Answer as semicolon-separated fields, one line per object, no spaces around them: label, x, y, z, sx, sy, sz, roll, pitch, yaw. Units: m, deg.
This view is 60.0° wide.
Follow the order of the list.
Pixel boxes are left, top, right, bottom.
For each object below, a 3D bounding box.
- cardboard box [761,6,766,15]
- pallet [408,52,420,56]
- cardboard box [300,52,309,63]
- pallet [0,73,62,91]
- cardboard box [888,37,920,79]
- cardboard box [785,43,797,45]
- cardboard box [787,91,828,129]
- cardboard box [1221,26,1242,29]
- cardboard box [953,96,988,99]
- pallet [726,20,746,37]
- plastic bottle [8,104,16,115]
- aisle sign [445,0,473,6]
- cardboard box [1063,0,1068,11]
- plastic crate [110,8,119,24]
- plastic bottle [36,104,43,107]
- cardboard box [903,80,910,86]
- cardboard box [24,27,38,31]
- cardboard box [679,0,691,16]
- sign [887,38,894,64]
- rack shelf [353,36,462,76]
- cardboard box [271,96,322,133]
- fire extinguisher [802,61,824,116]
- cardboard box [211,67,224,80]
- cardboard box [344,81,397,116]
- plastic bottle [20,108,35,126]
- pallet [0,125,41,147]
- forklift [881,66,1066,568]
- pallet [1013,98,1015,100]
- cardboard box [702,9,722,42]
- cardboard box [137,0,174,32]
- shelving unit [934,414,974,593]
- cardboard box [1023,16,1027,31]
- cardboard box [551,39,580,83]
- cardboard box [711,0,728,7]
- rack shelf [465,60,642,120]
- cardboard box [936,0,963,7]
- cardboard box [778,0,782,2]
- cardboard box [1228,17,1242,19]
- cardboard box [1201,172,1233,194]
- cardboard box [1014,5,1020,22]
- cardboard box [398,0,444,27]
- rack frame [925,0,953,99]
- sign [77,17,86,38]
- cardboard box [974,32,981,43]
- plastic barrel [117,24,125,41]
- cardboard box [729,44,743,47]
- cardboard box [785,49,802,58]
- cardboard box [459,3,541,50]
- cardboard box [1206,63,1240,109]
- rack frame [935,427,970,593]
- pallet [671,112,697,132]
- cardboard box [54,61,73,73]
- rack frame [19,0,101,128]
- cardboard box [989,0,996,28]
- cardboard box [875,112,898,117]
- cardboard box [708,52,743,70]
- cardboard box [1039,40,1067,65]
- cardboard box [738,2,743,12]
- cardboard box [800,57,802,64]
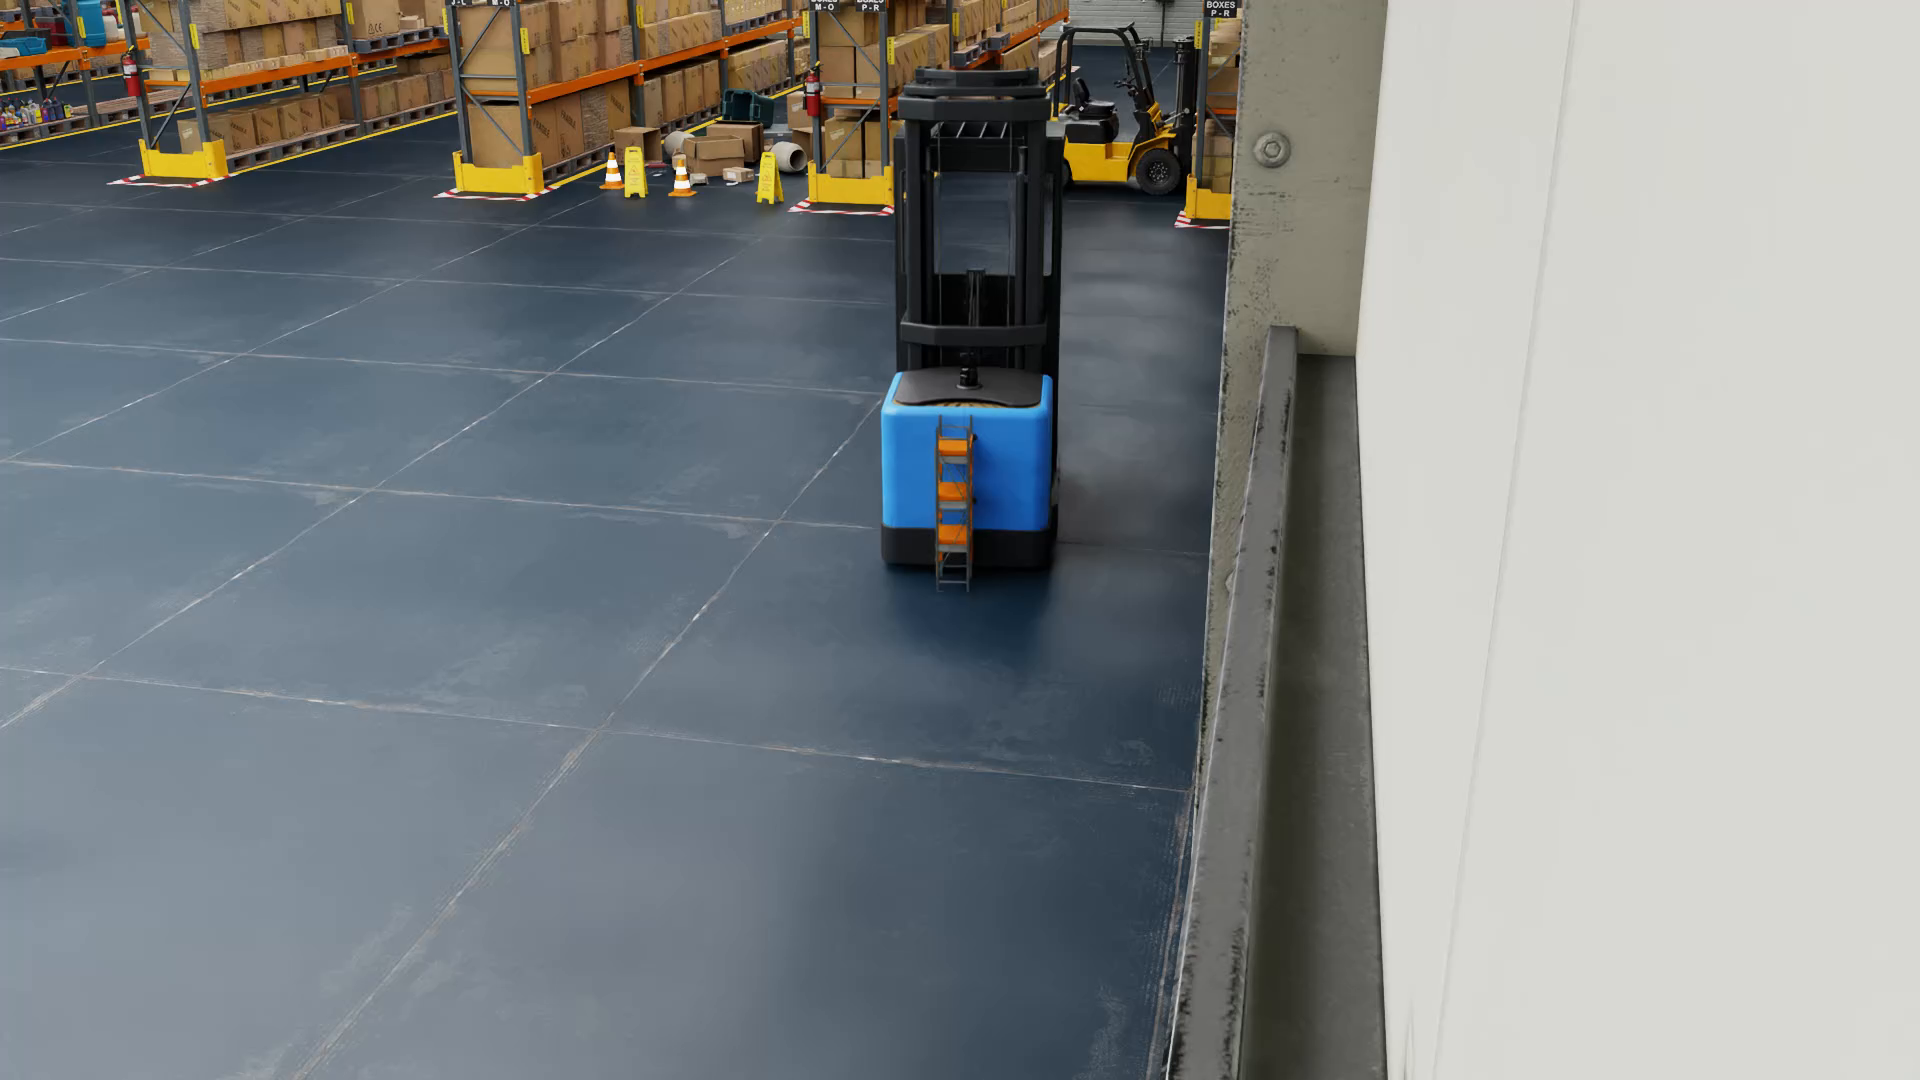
cardboard box;-3.929;-10.115;31.743;0.380;0.149;0.250;3;22;9
pallet;-12.908;-11.241;38.496;1.003;0.211;1.213;4;22;11
cardboard box;-10.349;-7.490;25.787;0.380;0.149;0.250;4;22;11
pallet;-18.993;-9.263;33.585;1.003;0.211;1.213;4;22;11
cardboard box;-0.842;-6.561;22.611;0.500;0.500;0.500;4;22;10
cardboard box;-3.664;-10.441;35.235;0.380;0.149;0.250;5;22;11
cardboard box;-2.348;-6.627;25.641;0.500;0.500;0.500;4;22;11
cardboard box;3.720;-6.848;22.457;0.380;0.149;0.250;4;22;11
cardboard box;-0.051;-7.273;27.868;0.950;0.372;0.625;4;22;10
pallet;-4.609;-9.294;30.187;1.213;0.211;1.003;4;22;11
plastic bottle;-15.632;-7.057;27.438;0.097;0.271;0.097;0;22;0
aisle sign;-6.590;-7.391;21.726;0.394;0.787;0.004;4;22;11
cardboard box;2.010;-11.549;35.396;0.500;0.500;0.500;5;22;11
plastic crate;-14.963;-9.369;30.030;0.402;0.464;0.583;4;22;11
plastic bottle;-15.188;-7.059;27.438;0.152;0.276;0.135;4;22;11
cardboard box;-0.876;-6.114;22.369;0.380;0.149;0.250;5;22;12
cardboard box;-22.547;-12.177;39.871;0.700;0.500;0.500;4;22;11
cardboard box;-4.956;-9.088;27.947;0.700;0.500;0.500;4;22;10
sign;-0.885;-6.208;21.110;0.100;0.325;0.005;4;22;11
rack shelf;-9.893;-8.464;28.833;1.077;0.370;4.000;4;22;11
cardboard box;-10.531;-6.748;26.393;0.500;0.500;0.500;12;25;28
fire extinguisher;-1.890;-5.806;21.372;0.296;0.674;0.183;4;22;11
cardboard box;-10.756;-6.663;23.734;0.380;0.149;0.250;4;22;11
cardboard box;-10.039;-7.507;28.250;0.700;0.500;0.500;4;22;11
plastic bottle;-15.141;-6.880;26.992;0.152;0.276;0.135;5;22;12
pallet;-15.574;-6.461;26.627;1.003;0.211;1.213;4;22;11
forklift;0.136;-1.698;11.161;1.130;2.935;3.031;2;22;4
pallet;0.451;-7.763;29.861;1.003;0.211;1.213;4;22;11
cardboard box;-4.479;-8.975;29.005;0.500;0.500;0.500;4;22;11
cardboard box;-11.247;-7.472;23.535;0.500;0.500;0.500;4;22;11
shelving unit;-0.034;-0.213;9.991;0.215;1.050;0.252;2;22;4
cardboard box;0.961;-9.615;30.927;0.500;0.250;0.500;4;22;9
cardboard box;-5.923;-6.795;23.525;0.875;0.550;0.550;4;22;11
cardboard box;-4.365;-9.624;29.728;0.380;0.149;0.250;4;22;11
rack shelf;-5.874;-6.586;24.170;1.077;0.370;4.000;4;22;11
cardboard box;-0.157;-8.136;25.093;0.380;0.149;0.250;4;22;11
cardboard box;-3.722;-10.633;32.630;0.380;0.149;0.250;5;23;13
cardboard box;4.323;-7.996;25.704;0.380;0.149;0.250;4;22;9
cardboard box;3.231;-4.586;21.359;0.500;0.250;0.500;5;22;11
cardboard box;0.782;-9.473;29.906;0.500;0.250;0.500;4;22;11
cardboard box;-9.572;-9.358;29.393;0.700;0.500;0.500;8;23;19
rack frame;-0.600;-7.311;25.006;1.000;3.000;0.127;4;22;11
sign;-14.614;-8.526;27.654;0.100;0.325;0.005;4;22;11
cardboard box;0.116;-8.042;26.595;0.380;0.149;0.250;5;23;13
plastic barrel;-14.730;-8.852;29.018;0.301;0.262;0.301;0;22;0
cardboard box;-4.458;-9.329;31.797;0.500;0.250;0.500;5;23;13
cardboard box;-3.446;-9.932;33.972;0.380;0.149;0.250;6;23;14
cardboard box;-6.169;-6.892;22.319;0.875;0.550;0.550;4;22;11
cardboard box;3.287;-5.717;20.916;0.500;0.500;0.500;4;22;10
rack frame;-0.043;-0.167;9.878;0.200;1.050;0.008;2;22;4
pallet;-5.136;-7.093;28.198;1.003;0.211;1.213;4;22;11
cardboard box;-18.601;-9.850;34.068;0.500;0.500;0.500;4;22;10
rack frame;-15.150;-8.444;27.819;1.000;3.000;0.127;4;22;11
cardboard box;0.301;-8.776;27.549;0.500;0.500;0.500;4;22;10
cardboard box;-0.874;-5.590;22.846;0.500;0.500;0.500;4;22;9
cardboard box;-4.272;-8.731;30.313;0.500;0.250;0.500;3;22;8
cardboard box;1.812;-10.457;35.685;0.875;0.438;0.875;4;22;9
cardboard box;-4.199;-9.781;30.516;0.380;0.149;0.250;5;22;11
cardboard box;-3.468;-9.887;34.258;0.380;0.149;0.250;4;22;11
